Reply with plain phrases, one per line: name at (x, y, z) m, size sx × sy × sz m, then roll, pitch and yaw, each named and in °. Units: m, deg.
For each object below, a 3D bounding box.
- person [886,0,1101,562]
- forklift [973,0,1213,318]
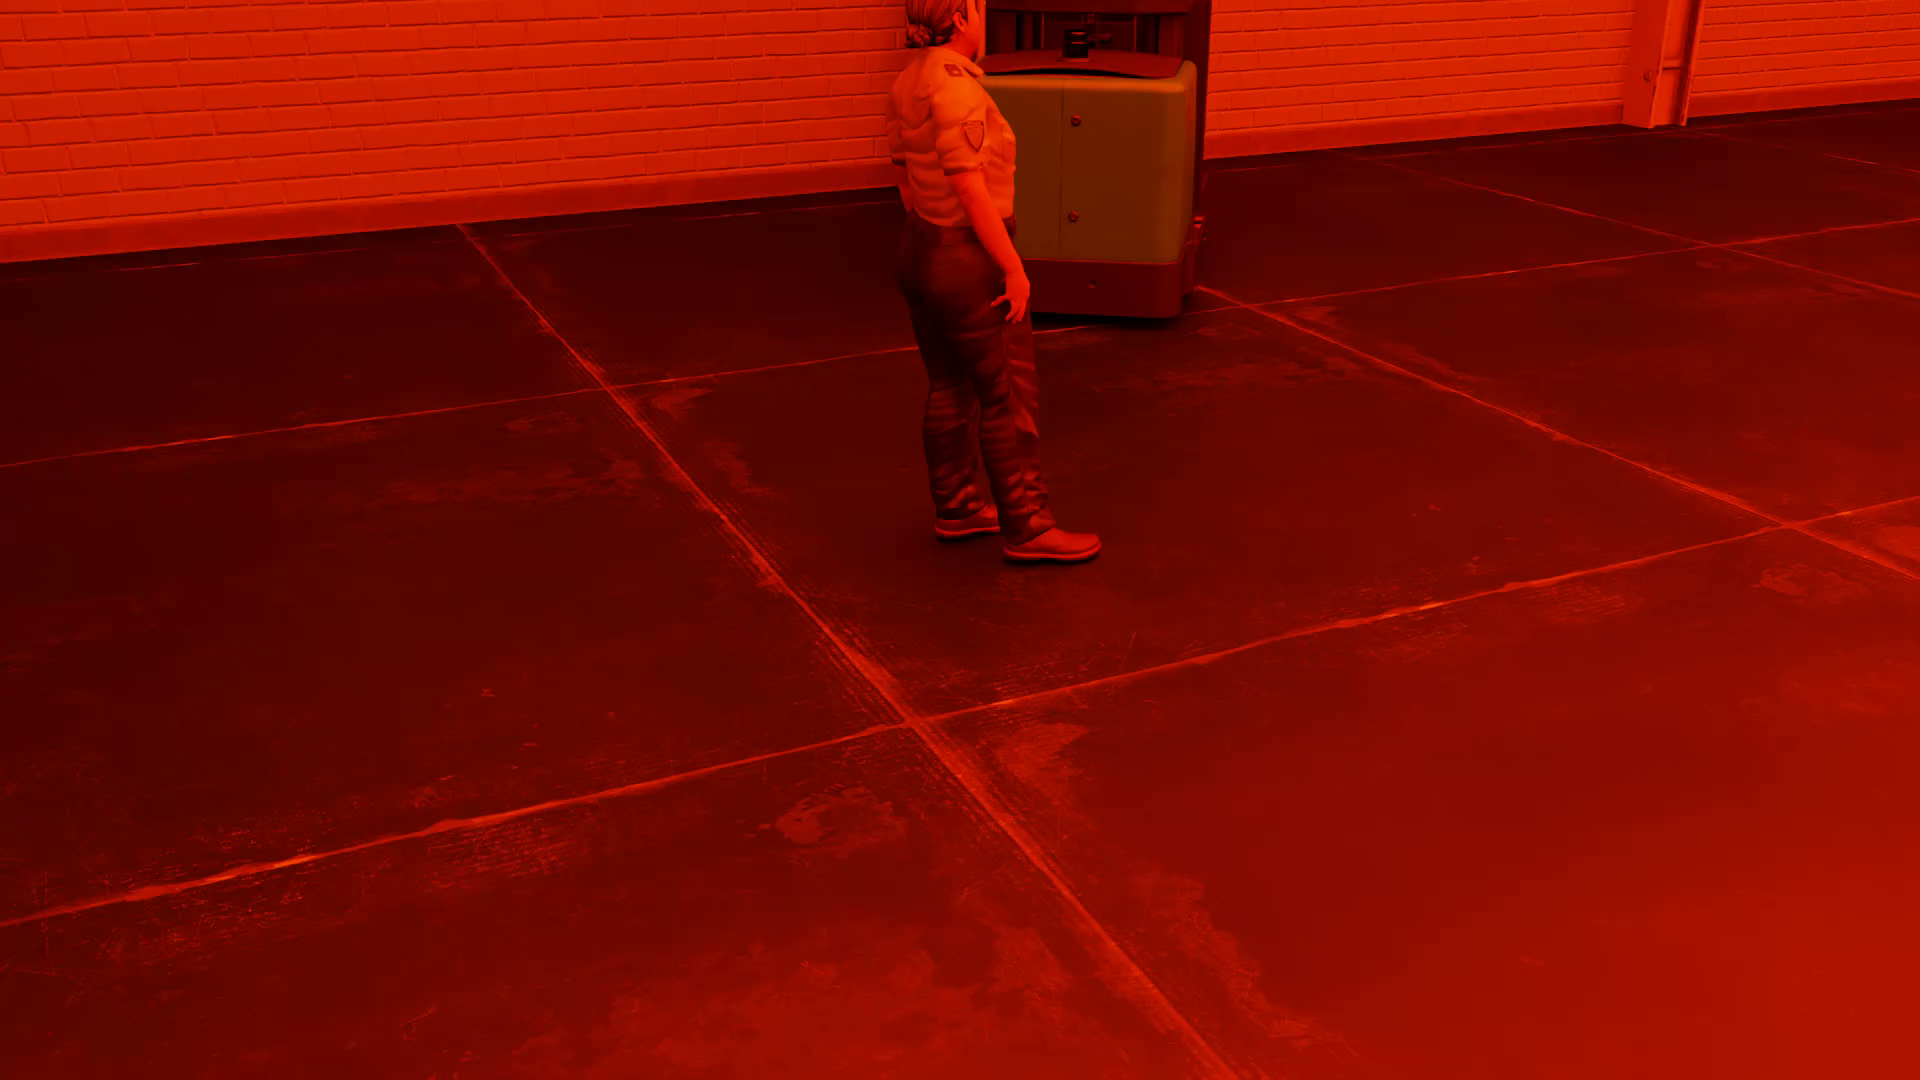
person at (0.090, -0.774, 4.804) m, size 0.503 × 1.650 × 0.599 m, roll -10°, pitch 25°, yaw -23°
forklift at (0.711, -2.854, 8.156) m, size 1.130 × 2.935 × 3.031 m, roll 4°, pitch 23°, yaw 10°
